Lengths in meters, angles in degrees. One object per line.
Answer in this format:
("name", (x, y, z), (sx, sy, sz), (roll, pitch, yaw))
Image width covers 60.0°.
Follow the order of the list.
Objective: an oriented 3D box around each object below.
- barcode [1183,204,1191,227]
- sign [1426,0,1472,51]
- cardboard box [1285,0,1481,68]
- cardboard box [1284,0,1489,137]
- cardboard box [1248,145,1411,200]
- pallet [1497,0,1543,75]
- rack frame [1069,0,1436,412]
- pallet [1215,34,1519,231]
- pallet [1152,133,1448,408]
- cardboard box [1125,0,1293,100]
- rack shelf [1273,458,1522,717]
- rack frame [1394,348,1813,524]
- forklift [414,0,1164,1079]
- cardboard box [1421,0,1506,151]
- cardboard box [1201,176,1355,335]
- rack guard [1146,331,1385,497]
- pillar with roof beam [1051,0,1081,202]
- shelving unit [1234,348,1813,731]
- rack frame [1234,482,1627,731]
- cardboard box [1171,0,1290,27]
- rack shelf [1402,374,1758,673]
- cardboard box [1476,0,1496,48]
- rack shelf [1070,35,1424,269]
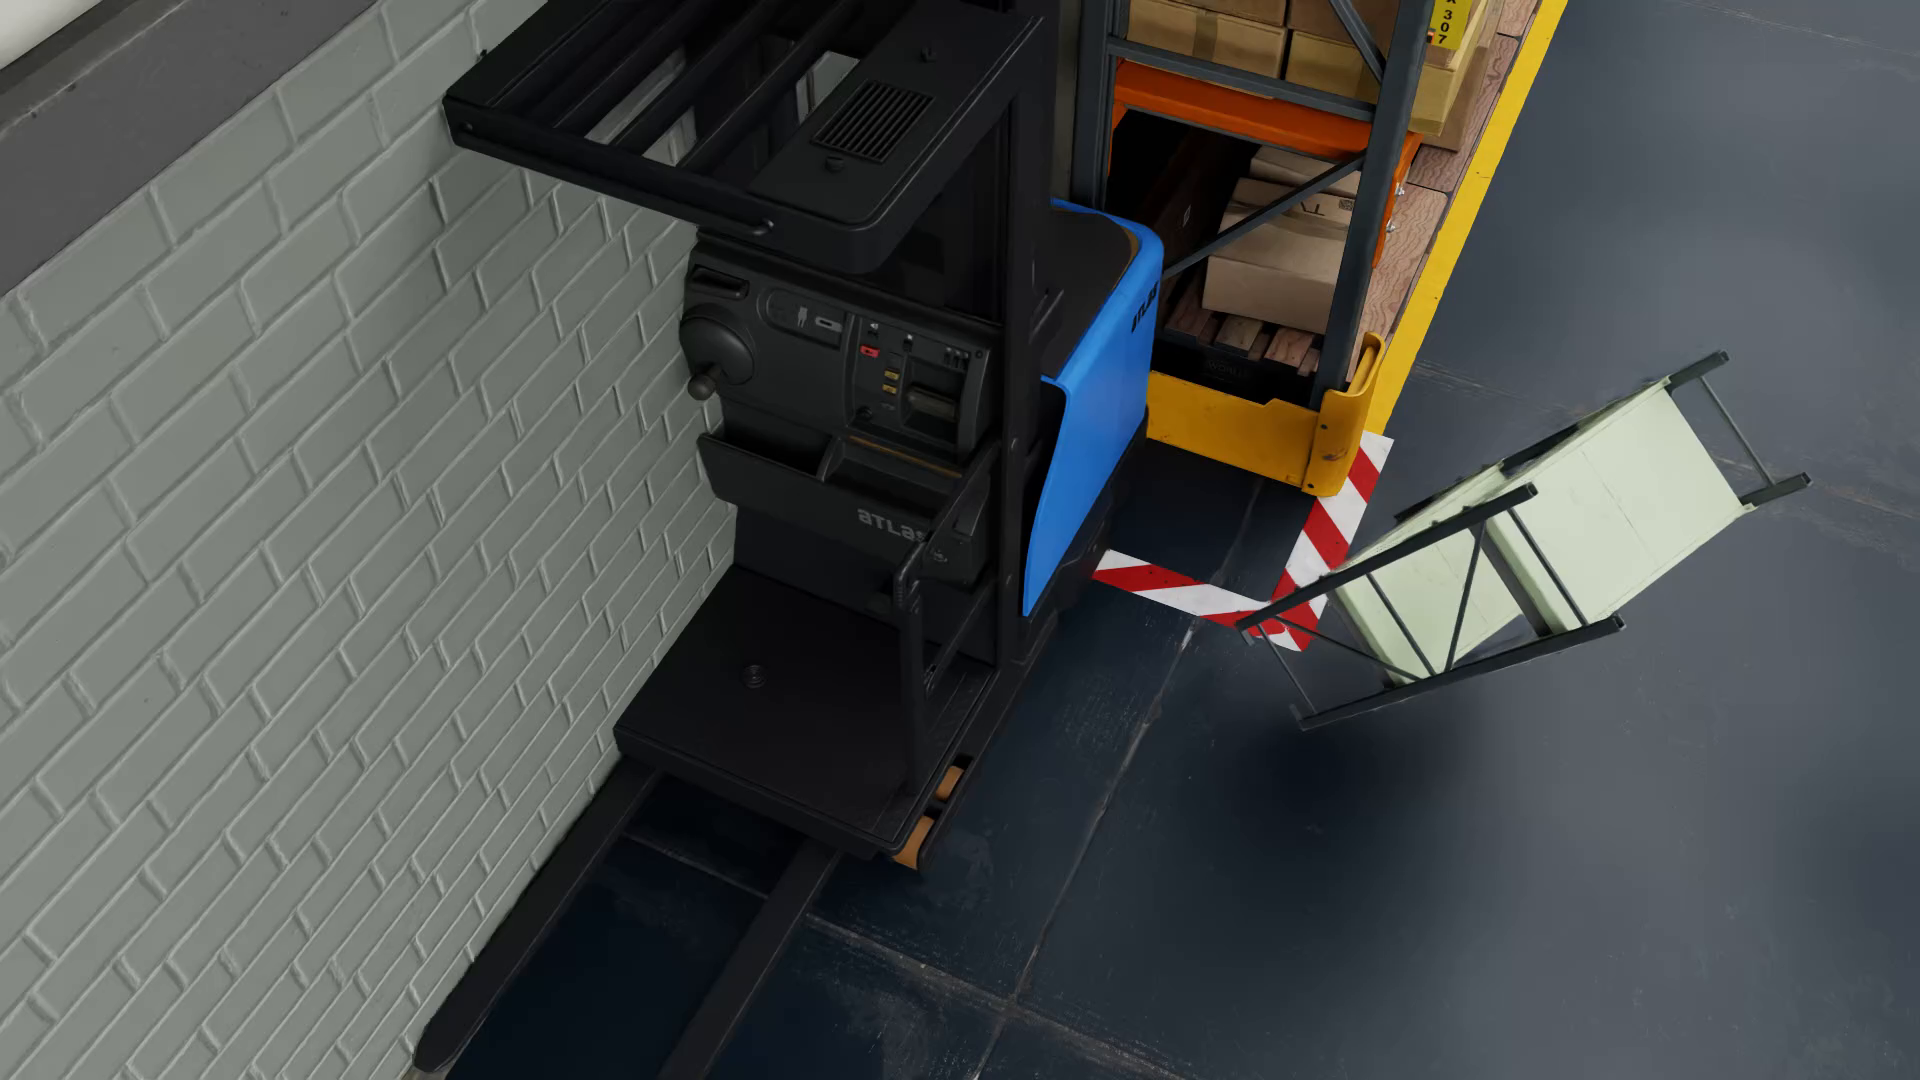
("barcode", (0.858, -1.226, 6.294), (0.001, 0.075, 0.075), (20, 52, 16))
("sign", (1.326, -1.466, 4.460), (0.100, 0.325, 0.005), (20, 52, 16))
("cardboard box", (1.311, -1.794, 4.900), (0.500, 0.500, 0.500), (20, 52, 16))
("cardboard box", (1.331, -1.553, 5.187), (0.500, 0.250, 0.500), (18, 52, 15))
("cardboard box", (1.456, -1.473, 6.511), (0.500, 0.311, 0.500), (24, 54, 19))
("pallet", (2.289, -2.739, 7.942), (1.003, 0.211, 1.213), (20, 52, 16))
("rack frame", (0.835, -1.362, 4.940), (1.000, 3.000, 0.127), (20, 52, 16))
("pallet", (1.769, -1.896, 7.225), (1.003, 0.211, 1.213), (20, 52, 16))
("pallet", (1.247, -1.059, 6.512), (1.003, 0.211, 1.213), (20, 52, 16))
("cardboard box", (0.860, -1.705, 5.317), (0.500, 0.250, 0.500), (20, 53, 17))
("rack shelf", (1.395, 0.144, 4.988), (0.720, 0.370, 0.431), (-31, 86, -23))
("rack frame", (1.783, -0.112, 4.833), (0.023, 1.500, 0.400), (-31, 86, -23))
("forklift", (-0.451, -0.371, 4.141), (1.130, 2.935, 3.031), (20, 53, 17))
("cardboard box", (1.814, -2.023, 6.855), (0.700, 0.500, 0.500), (17, 52, 14))
("cardboard box", (1.212, -1.081, 6.176), (0.500, 0.311, 0.500), (14, 51, 12))
("rack guard", (0.868, -0.604, 5.936), (1.175, 0.500, 0.348), (20, 52, 16))
("pillar with roof beam", (4.245, -2.669, 2.112), (9.100, 9.000, 0.400), (20, 52, 16))
("shelving unit", (1.493, 0.060, 4.689), (0.755, 1.500, 0.431), (-31, 86, -23))
("rack frame", (1.203, 0.231, 4.546), (0.023, 1.500, 0.400), (-31, 86, -23))
("cardboard box", (0.845, -1.957, 5.038), (0.500, 0.500, 0.500), (19, 52, 16))
("rack shelf", (1.610, -0.041, 4.331), (0.720, 0.370, 0.431), (-31, 86, -23))
("cardboard box", (1.540, -1.915, 5.495), (0.500, 0.250, 0.500), (18, 52, 15))
("rack shelf", (1.690, -2.506, 6.385), (1.077, 0.370, 4.000), (20, 52, 16))
